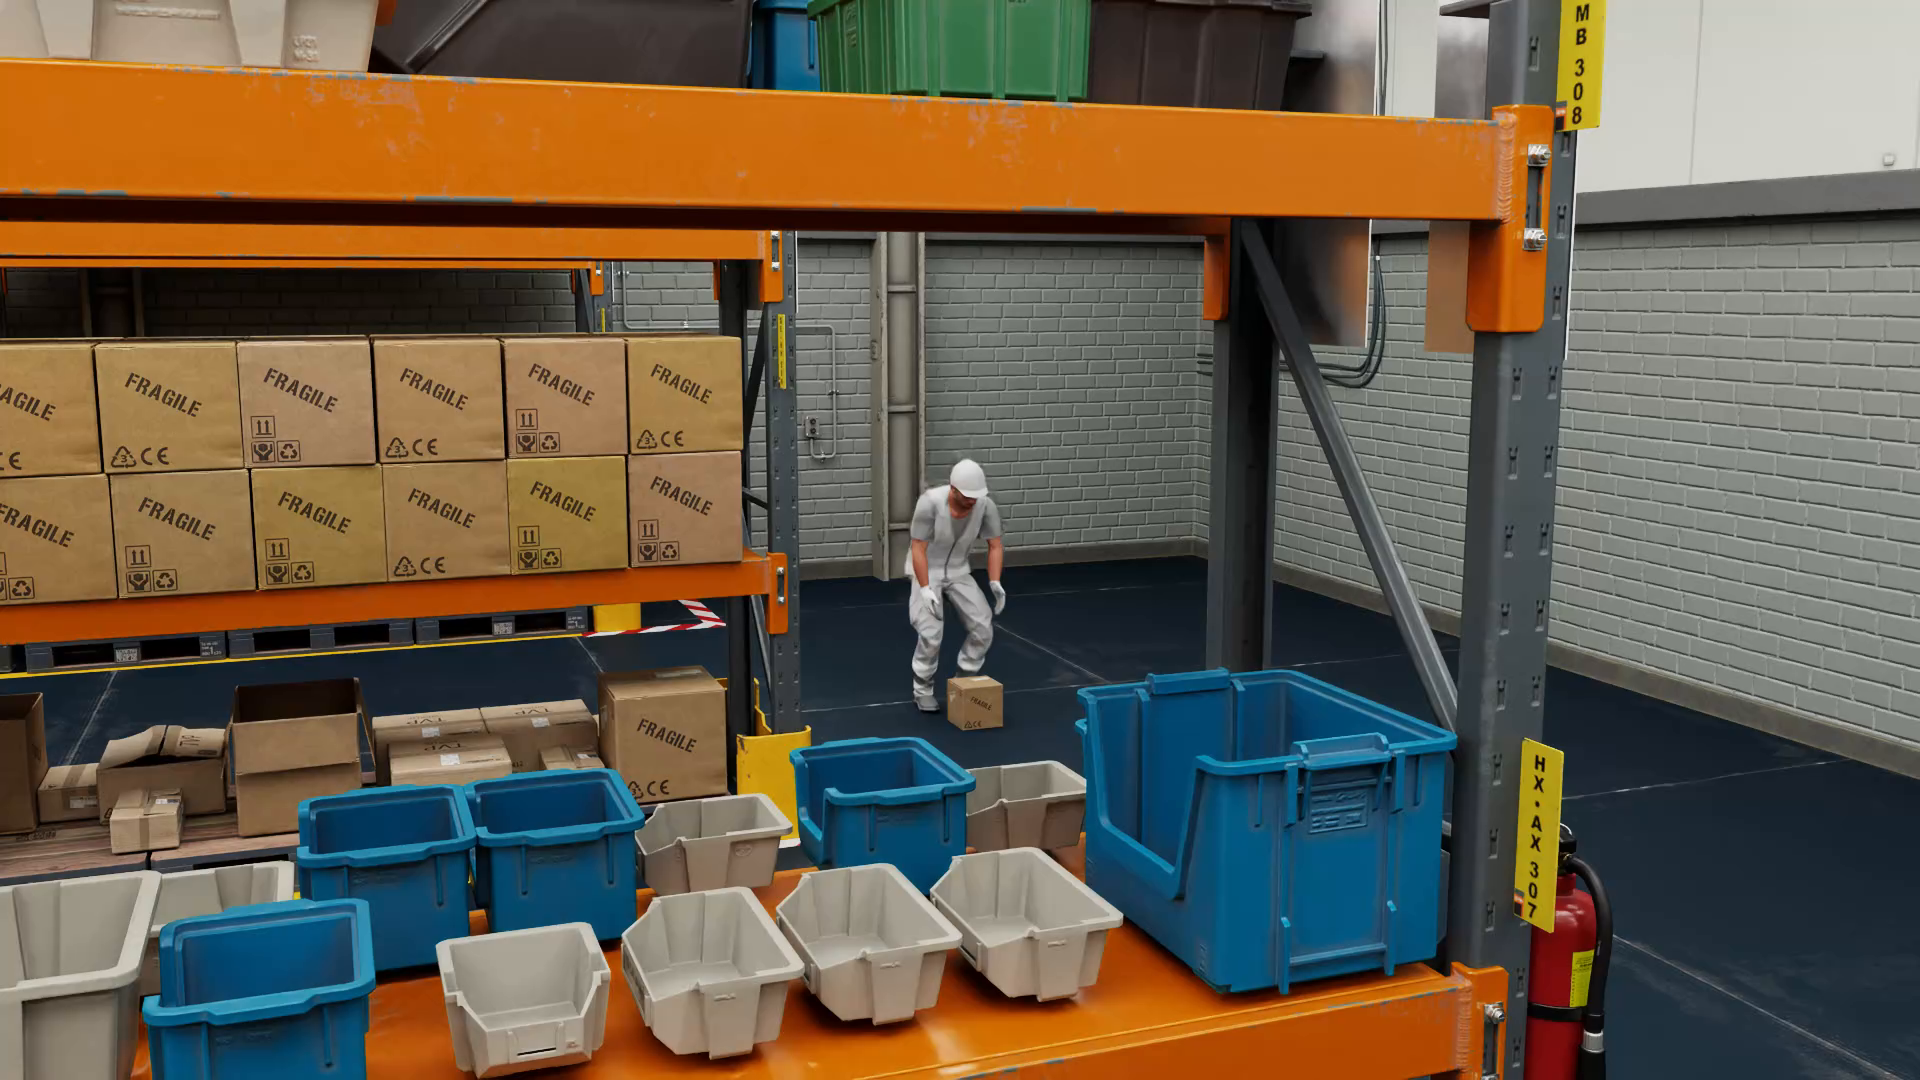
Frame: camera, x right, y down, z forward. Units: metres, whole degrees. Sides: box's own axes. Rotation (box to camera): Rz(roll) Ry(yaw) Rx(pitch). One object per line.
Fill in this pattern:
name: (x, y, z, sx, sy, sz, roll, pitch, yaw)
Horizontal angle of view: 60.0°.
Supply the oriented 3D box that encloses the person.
person: (-0.030, 0.259, 9.956, 0.579, 1.528, 0.690, -3, 9, -21)
